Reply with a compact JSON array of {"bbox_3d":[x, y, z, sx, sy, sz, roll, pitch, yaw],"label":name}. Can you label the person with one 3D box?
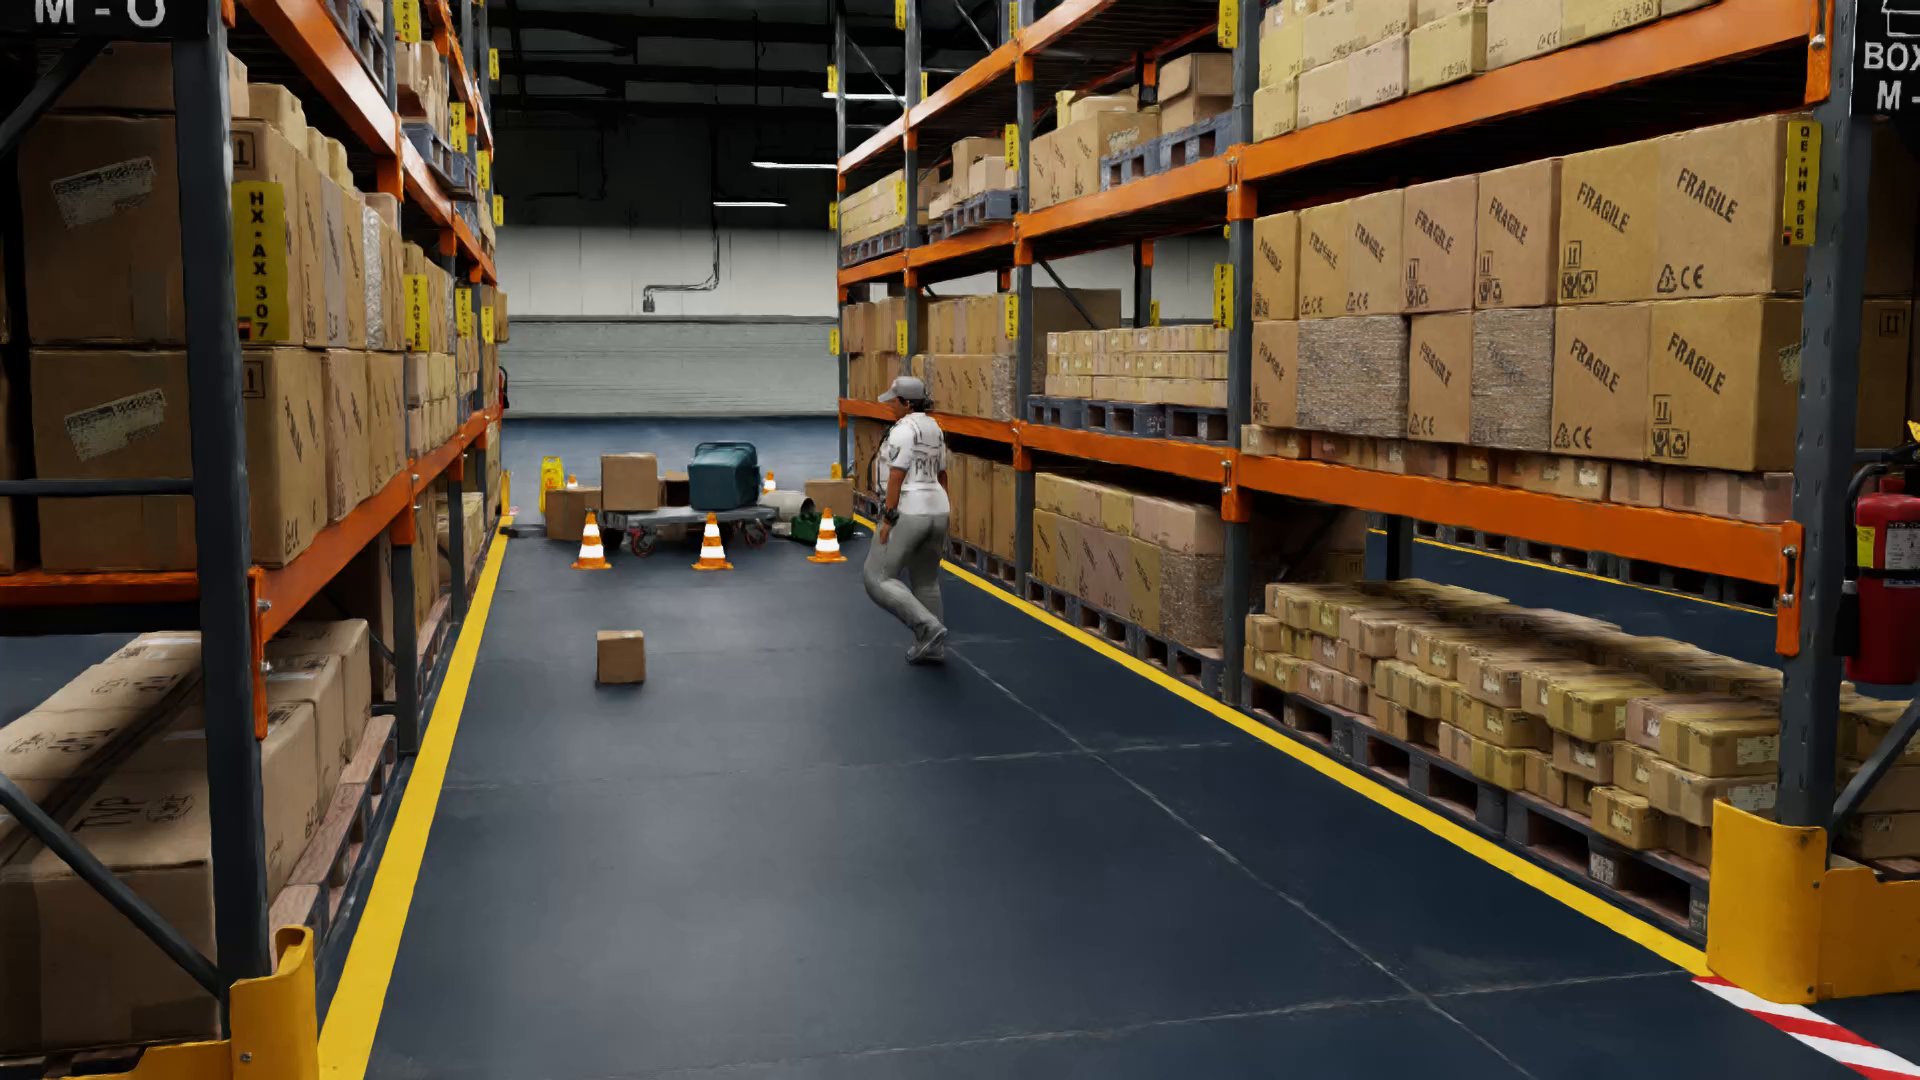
[{"bbox_3d":[-0.221,-0.103,9.468,0.477,1.661,0.596,3,7,28],"label":"person"}]
